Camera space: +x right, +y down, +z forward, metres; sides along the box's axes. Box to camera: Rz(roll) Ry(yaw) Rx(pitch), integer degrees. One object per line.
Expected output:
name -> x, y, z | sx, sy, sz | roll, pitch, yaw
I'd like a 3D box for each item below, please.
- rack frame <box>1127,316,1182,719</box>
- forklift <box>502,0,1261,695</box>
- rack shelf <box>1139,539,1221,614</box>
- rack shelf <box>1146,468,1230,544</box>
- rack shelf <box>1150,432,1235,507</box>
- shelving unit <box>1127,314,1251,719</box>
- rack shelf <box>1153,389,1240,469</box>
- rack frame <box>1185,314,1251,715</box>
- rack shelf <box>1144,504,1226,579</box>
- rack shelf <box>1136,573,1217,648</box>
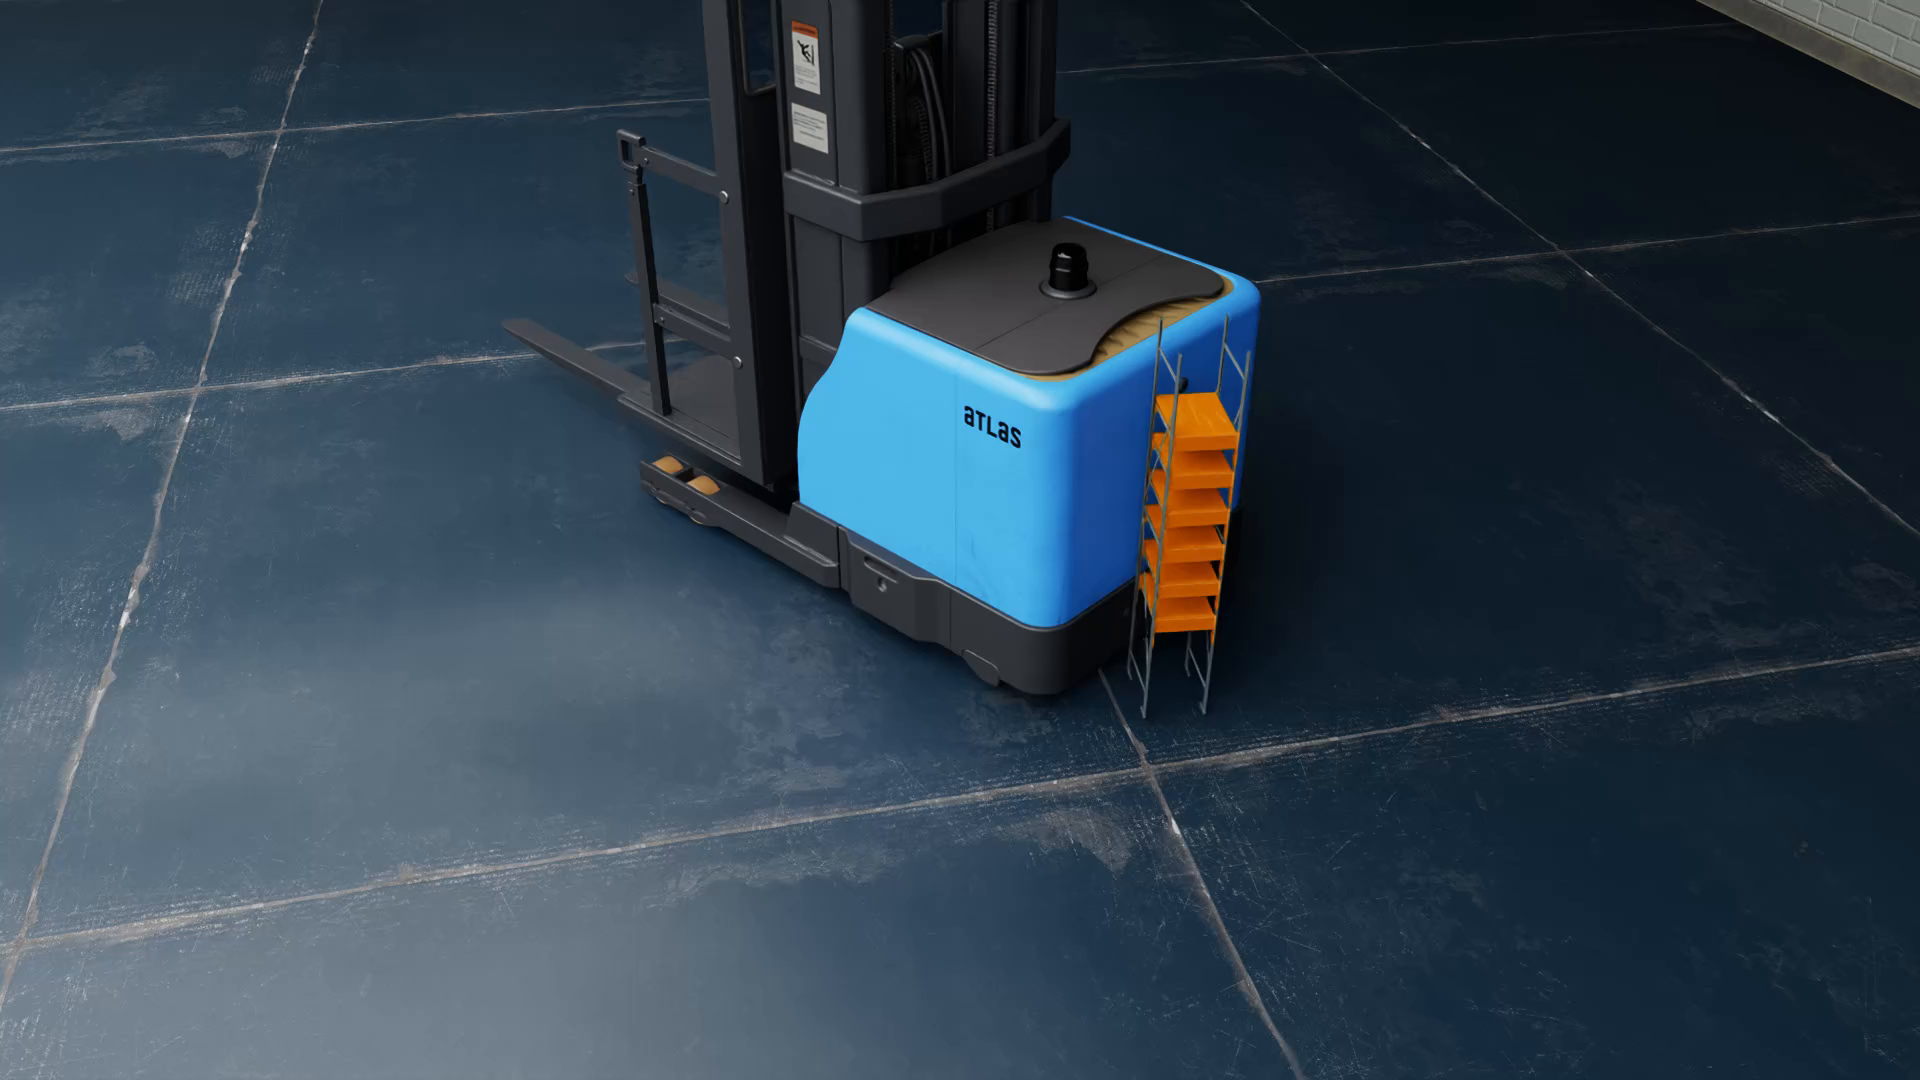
rack frame -> 0.545, -0.036, 4.718 | 0.006, 1.200, 0.240 | -3, 33, -7
forklift -> -0.500, -1.461, 5.297 | 3.031, 2.935, 1.130 | 27, 43, 35
rack shelf -> 0.633, 0.097, 4.819 | 0.180, 0.103, 0.258 | -3, 33, -7
rack shelf -> 0.637, -0.104, 4.687 | 0.180, 0.103, 0.258 | -3, 33, -7
rack shelf -> 0.640, -0.205, 4.622 | 0.180, 0.103, 0.258 | -3, 33, -7
shelving unit -> 0.636, -0.041, 4.729 | 0.189, 1.200, 0.258 | -3, 33, -7
rack shelf -> 0.642, -0.305, 4.556 | 0.180, 0.103, 0.258 | -3, 33, -7
rack frame -> 0.727, -0.046, 4.739 | 0.006, 1.200, 0.240 | -3, 33, -7
rack shelf -> 0.635, -0.004, 4.753 | 0.180, 0.103, 0.258 | -3, 33, -7
rack shelf -> 0.631, 0.197, 4.884 | 0.180, 0.103, 0.258 | -3, 33, -7
